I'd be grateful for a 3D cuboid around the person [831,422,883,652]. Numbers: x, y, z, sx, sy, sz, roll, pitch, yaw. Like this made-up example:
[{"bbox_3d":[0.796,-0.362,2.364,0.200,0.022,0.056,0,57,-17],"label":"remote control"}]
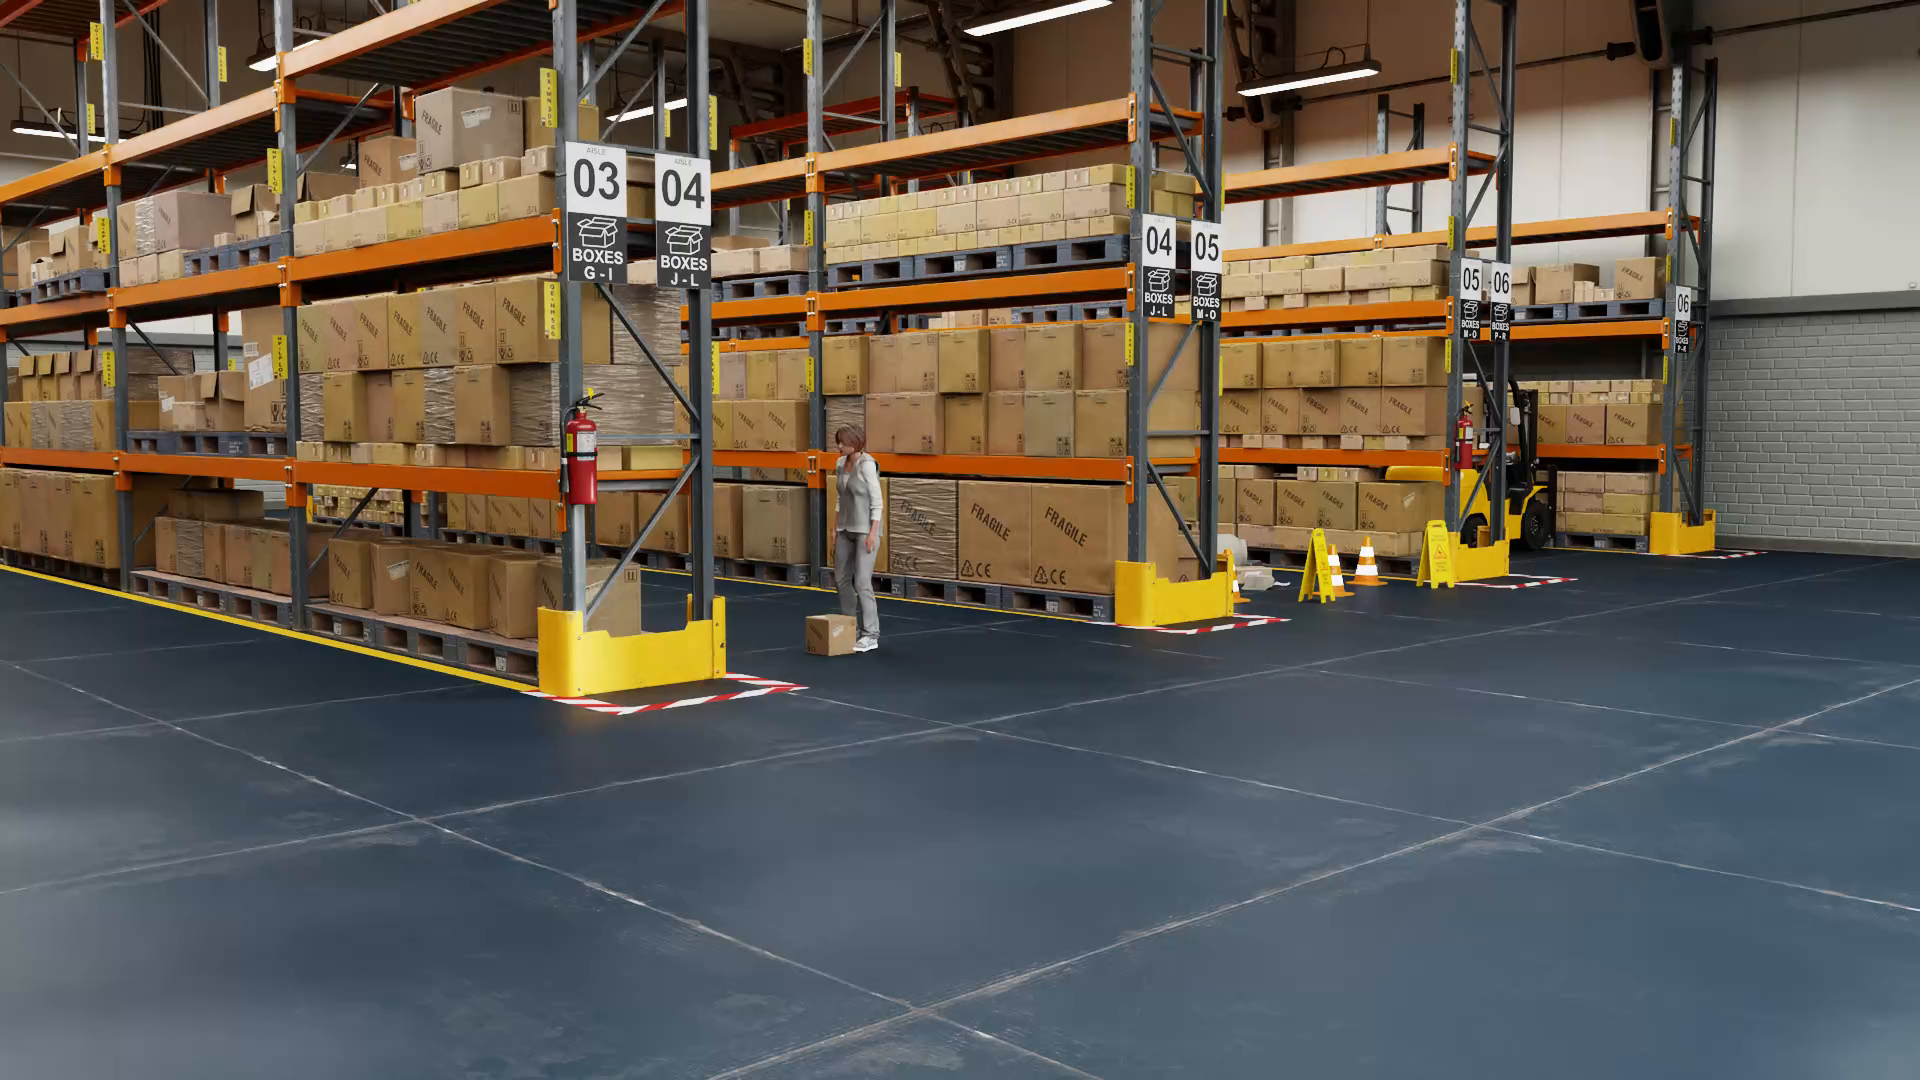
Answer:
[{"bbox_3d":[-0.727,-0.026,11.642,0.347,1.593,0.459,-4,6,-44],"label":"person"}]
